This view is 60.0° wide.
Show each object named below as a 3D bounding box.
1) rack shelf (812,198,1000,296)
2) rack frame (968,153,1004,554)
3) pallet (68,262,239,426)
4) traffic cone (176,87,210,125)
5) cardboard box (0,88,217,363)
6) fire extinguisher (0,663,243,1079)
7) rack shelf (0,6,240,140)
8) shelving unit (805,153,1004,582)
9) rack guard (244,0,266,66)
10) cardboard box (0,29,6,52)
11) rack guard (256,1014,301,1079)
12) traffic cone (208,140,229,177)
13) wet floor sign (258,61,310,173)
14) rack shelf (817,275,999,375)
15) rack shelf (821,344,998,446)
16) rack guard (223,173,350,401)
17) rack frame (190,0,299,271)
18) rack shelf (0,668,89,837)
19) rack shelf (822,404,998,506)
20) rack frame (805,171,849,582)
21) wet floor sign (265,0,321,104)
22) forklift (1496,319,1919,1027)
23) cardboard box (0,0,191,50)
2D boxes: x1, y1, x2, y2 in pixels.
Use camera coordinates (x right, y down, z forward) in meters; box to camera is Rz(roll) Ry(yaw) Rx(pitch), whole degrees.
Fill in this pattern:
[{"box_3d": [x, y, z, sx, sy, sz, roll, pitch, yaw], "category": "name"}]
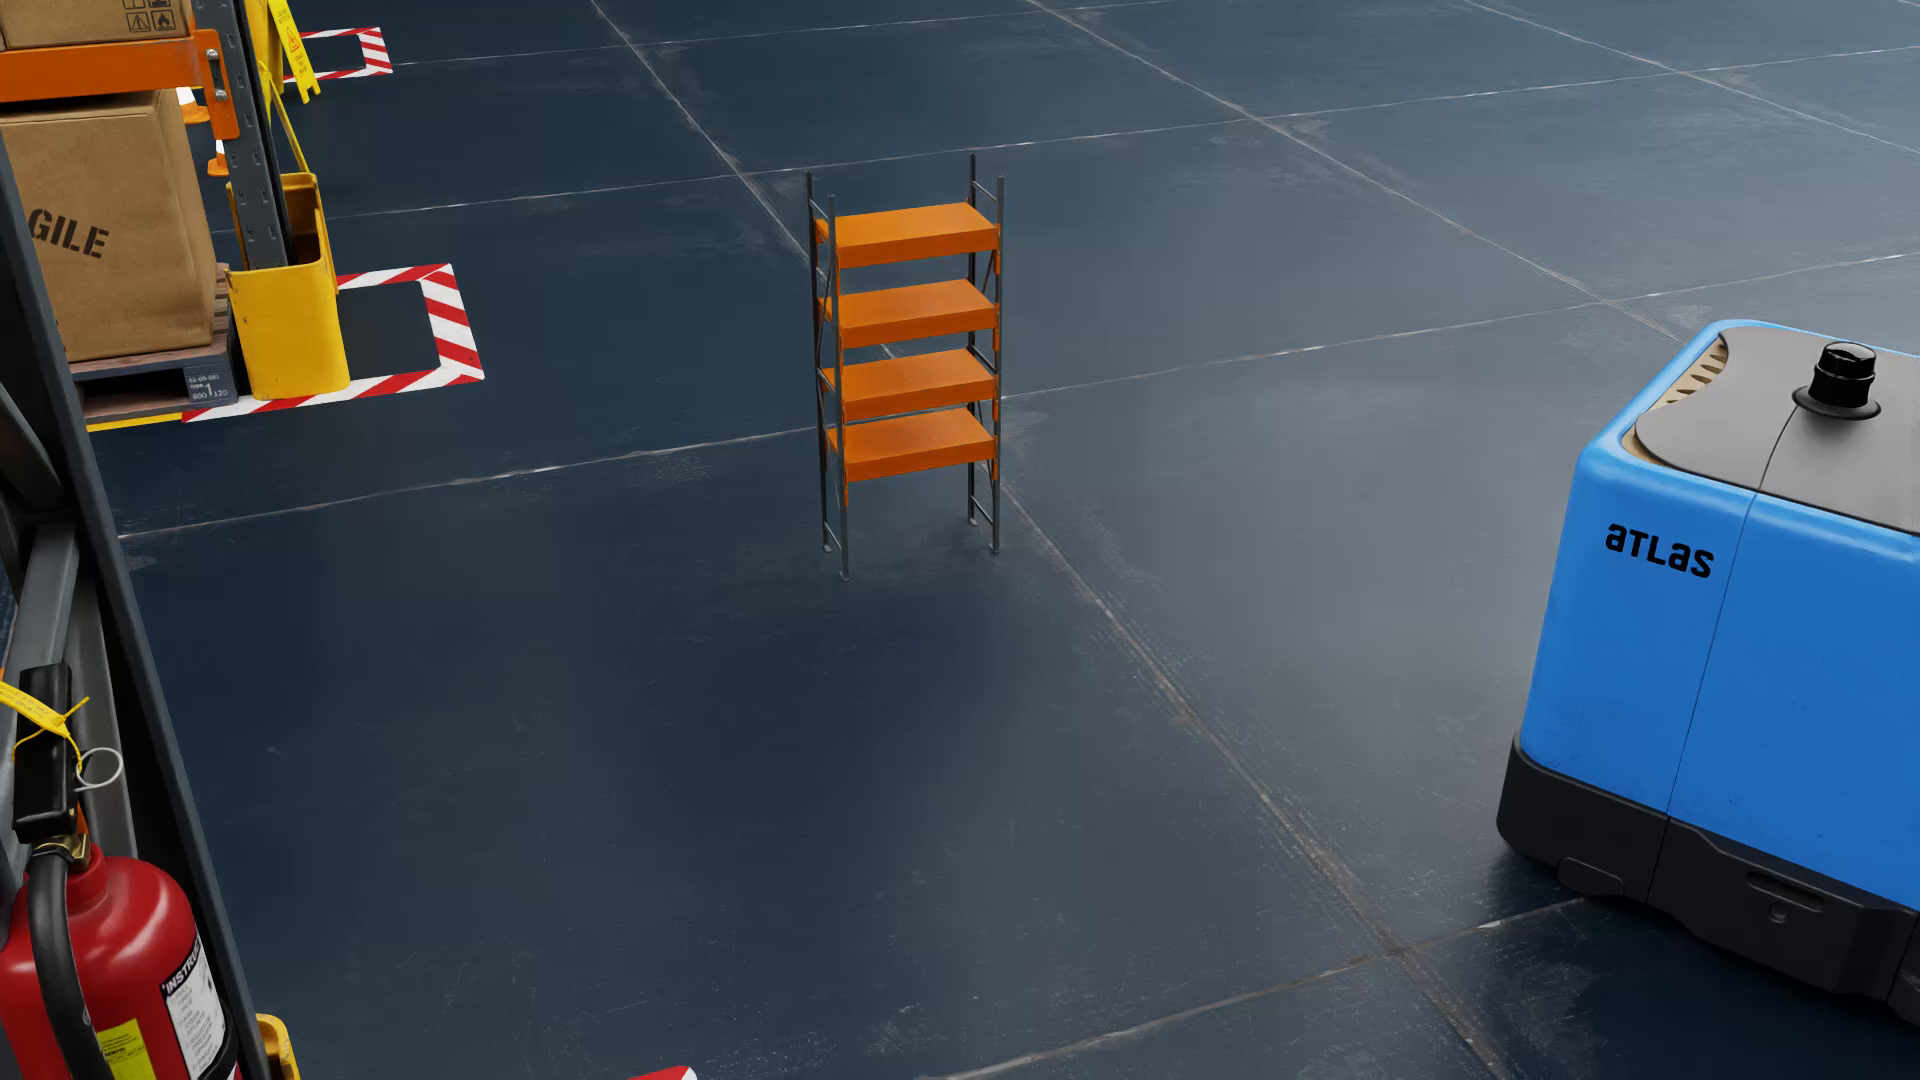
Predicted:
[{"box_3d": [-0.155, -0.834, 4.708, 0.480, 0.148, 0.258, -10, 31, -18], "category": "rack shelf"}, {"box_3d": [0.074, -0.535, 4.977, 0.015, 1.200, 0.240, -10, 31, -18], "category": "rack frame"}, {"box_3d": [-3.396, -0.718, 6.297, 1.213, 0.211, 1.003, -10, 31, -18], "category": "pallet"}, {"box_3d": [-4.447, -2.608, 9.360, 0.334, 0.463, 0.336, -10, 31, -18], "category": "traffic cone"}, {"box_3d": [-3.286, -1.216, 6.076, 0.875, 0.875, 0.875, -10, 31, -17], "category": "cardboard box"}, {"box_3d": [-0.771, 0.442, 1.522, 0.183, 0.674, 0.296, -10, 31, -18], "category": "fire extinguisher"}, {"box_3d": [-4.548, -1.446, 5.485, 4.000, 0.370, 1.077, -10, 31, -18], "category": "rack shelf"}, {"box_3d": [-0.155, -0.493, 4.903, 0.503, 1.200, 0.258, -10, 31, -18], "category": "shelving unit"}, {"box_3d": [-4.565, -3.284, 10.509, 0.348, 0.500, 1.175, -10, 31, -18], "category": "rack guard"}, {"box_3d": [-3.513, -1.979, 5.542, 0.550, 0.550, 0.875, -10, 31, -18], "category": "cardboard box"}, {"box_3d": [-1.110, 1.314, 2.439, 0.348, 0.500, 1.175, -10, 31, -18], "category": "rack guard"}, {"box_3d": [-3.742, -2.152, 8.560, 0.334, 0.463, 0.336, -10, 31, -18], "category": "traffic cone"}, {"box_3d": [-3.337, -2.005, 8.117, 0.232, 0.644, 0.267, -16, 33, -26], "category": "wet floor sign"}, {"box_3d": [-0.155, -0.629, 4.825, 0.480, 0.148, 0.258, -10, 31, -18], "category": "rack shelf"}, {"box_3d": [-0.155, -0.434, 4.936, 0.480, 0.148, 0.258, -10, 31, -18], "category": "rack shelf"}, {"box_3d": [-2.651, -1.022, 6.539, 0.348, 0.500, 1.175, -10, 31, -18], "category": "rack guard"}, {"box_3d": [-2.673, -2.104, 5.913, 0.127, 3.000, 1.000, -10, 31, -18], "category": "rack frame"}, {"box_3d": [-2.913, 0.872, 1.415, 4.000, 0.370, 1.077, -10, 31, -18], "category": "rack shelf"}, {"box_3d": [-0.155, -0.262, 5.034, 0.480, 0.148, 0.258, -10, 31, -18], "category": "rack shelf"}, {"box_3d": [-0.384, -0.451, 4.829, 0.015, 1.200, 0.240, -10, 31, -18], "category": "rack frame"}, {"box_3d": [-3.943, -2.897, 9.682, 0.232, 0.644, 0.267, 0, 30, 0], "category": "wet floor sign"}, {"box_3d": [2.740, -0.265, 2.755, 3.031, 2.935, 1.130, 21, 36, 32], "category": "forklift"}, {"box_3d": [-3.005, -2.084, 5.726, 0.550, 0.550, 0.875, -10, 31, -18], "category": "cardboard box"}]
